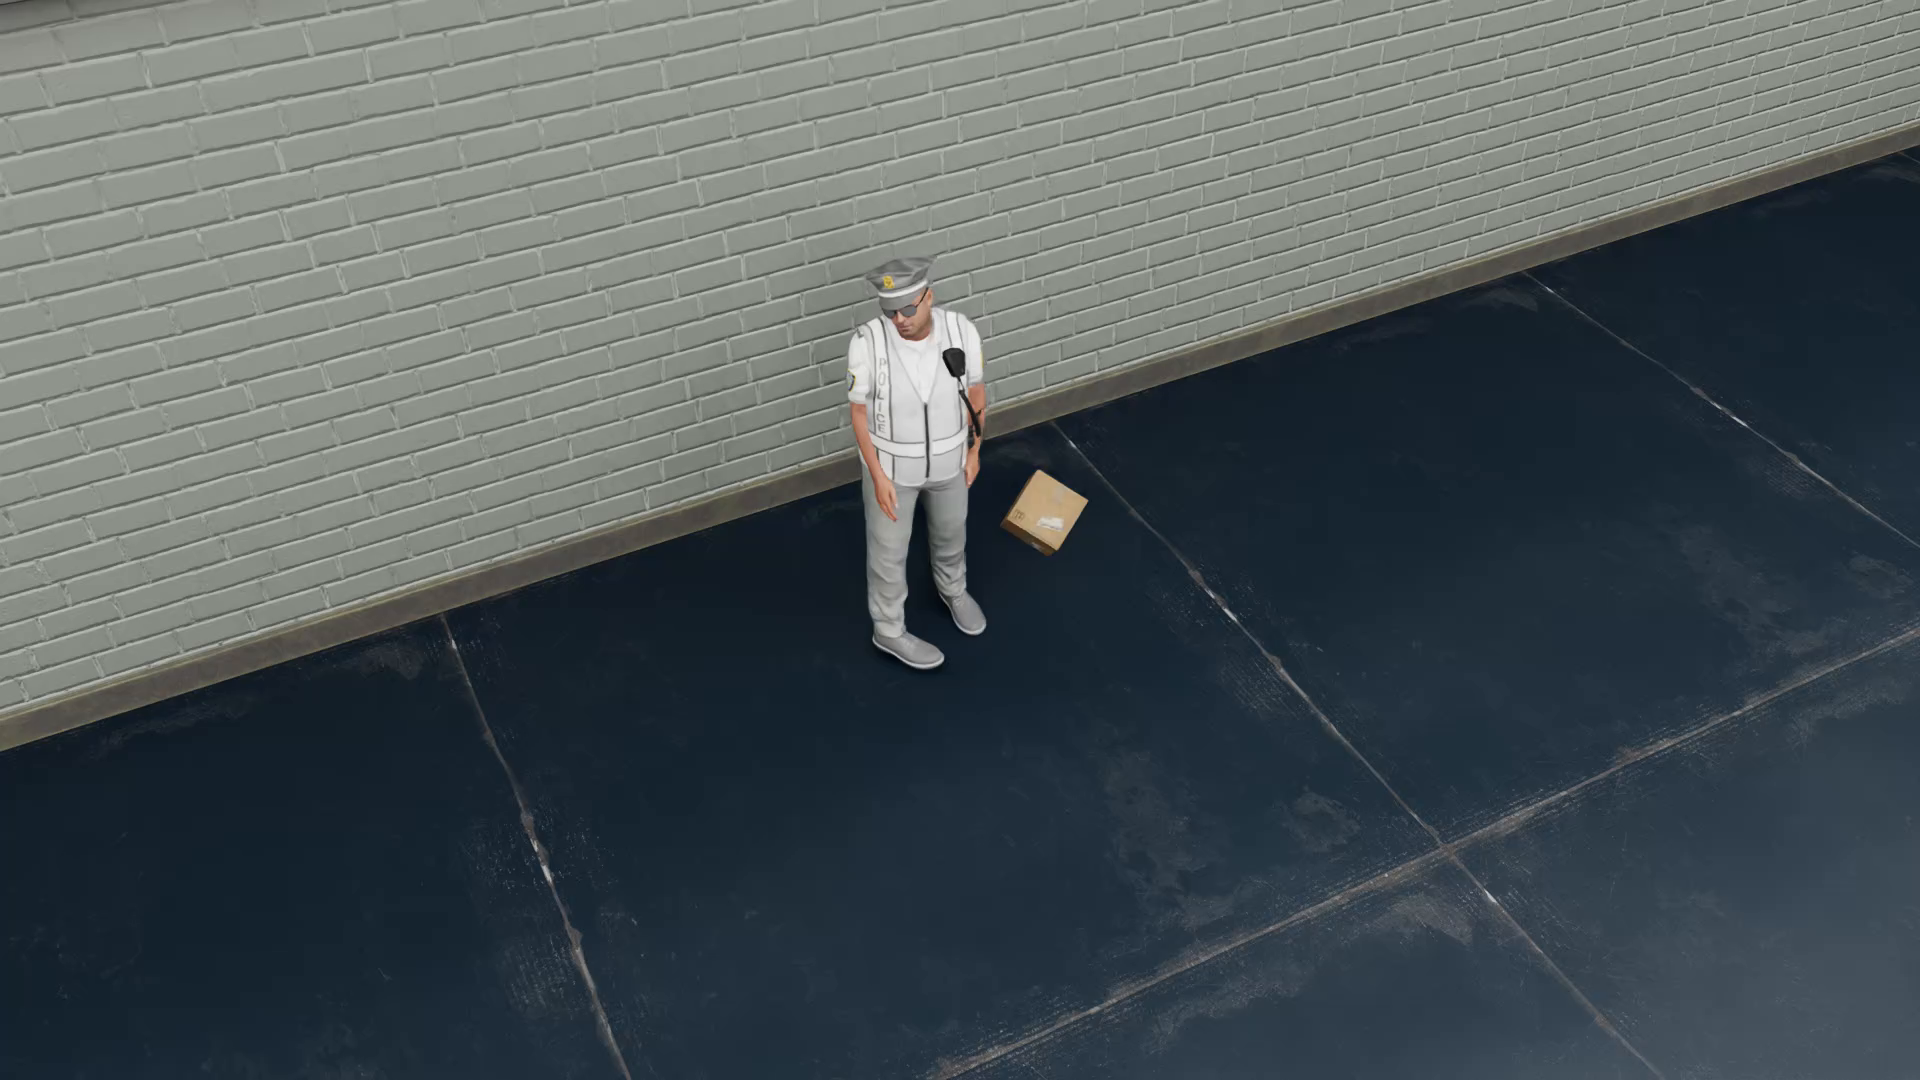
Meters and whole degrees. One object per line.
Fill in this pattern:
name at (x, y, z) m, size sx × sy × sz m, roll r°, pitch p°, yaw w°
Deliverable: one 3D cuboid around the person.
person at (-0.134, -0.284, 6.455) m, size 0.538 × 1.764 × 0.506 m, roll -12°, pitch 42°, yaw -13°
